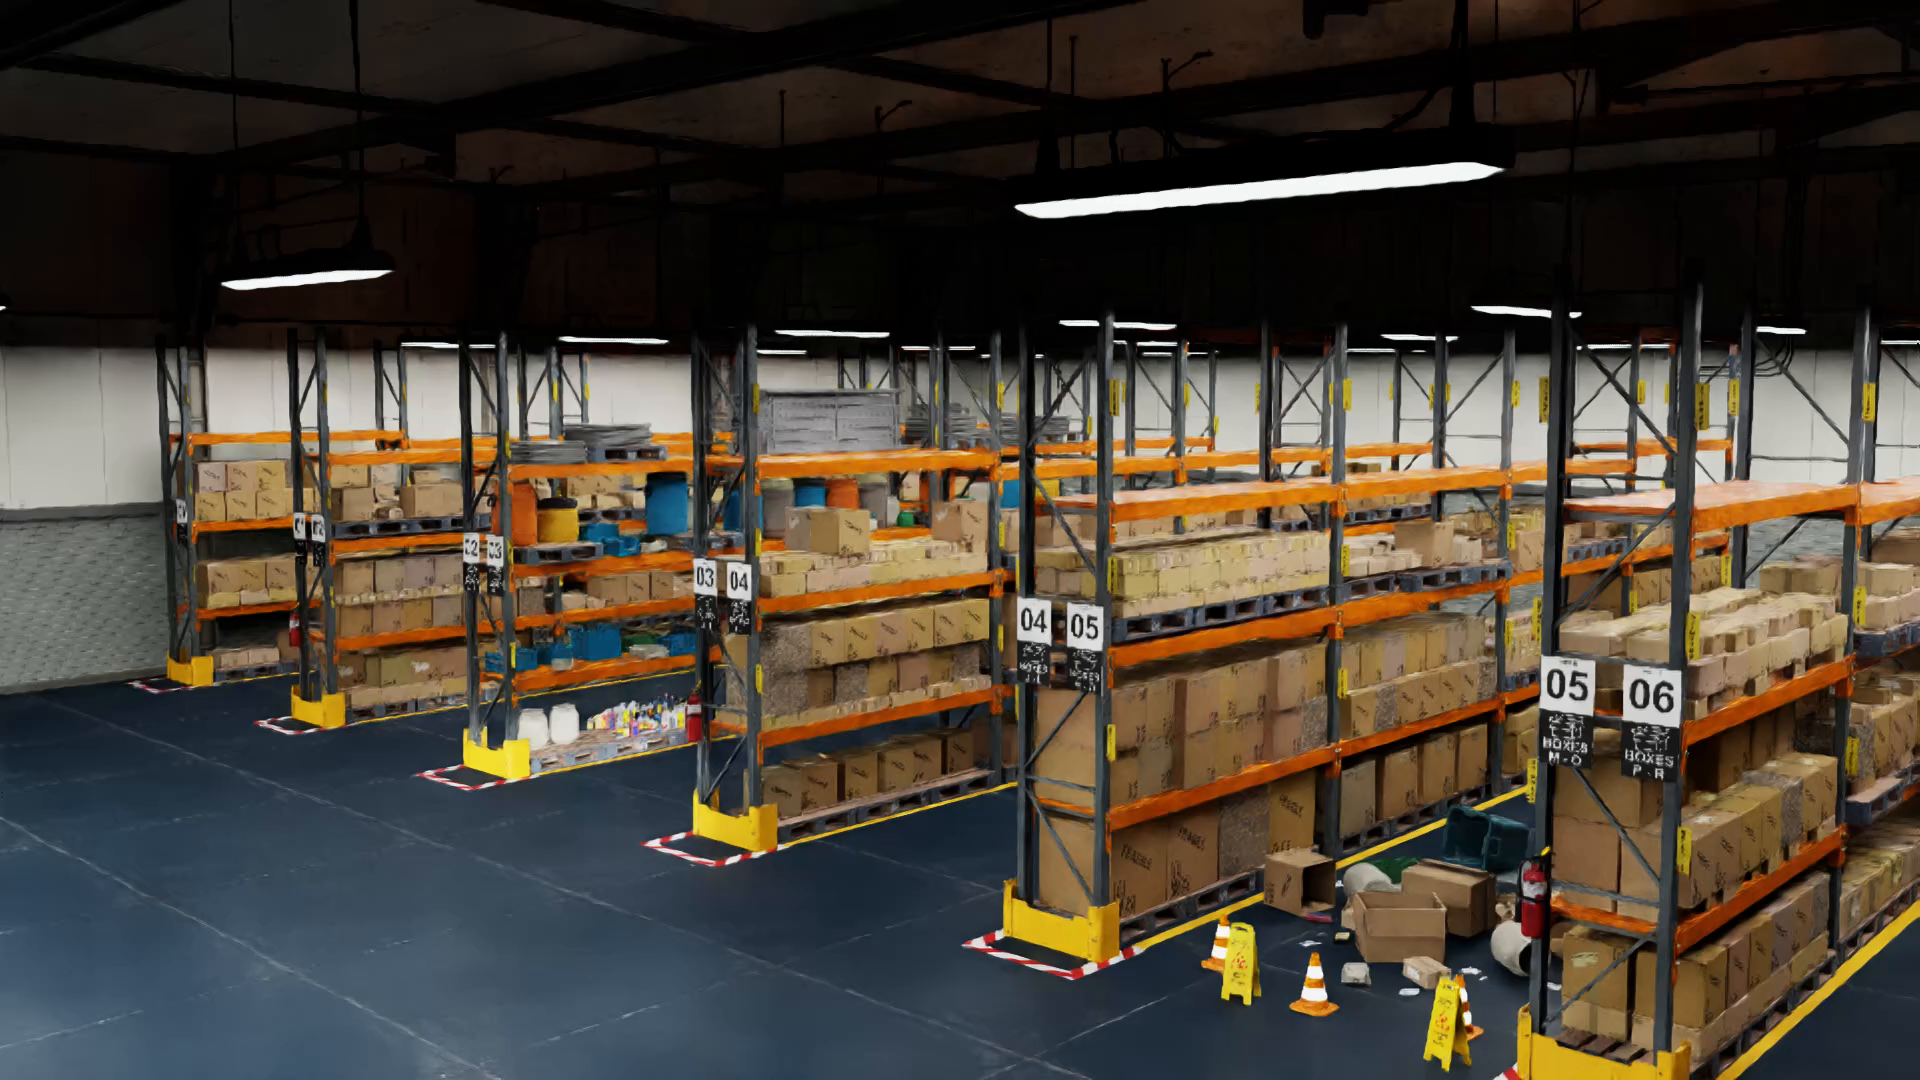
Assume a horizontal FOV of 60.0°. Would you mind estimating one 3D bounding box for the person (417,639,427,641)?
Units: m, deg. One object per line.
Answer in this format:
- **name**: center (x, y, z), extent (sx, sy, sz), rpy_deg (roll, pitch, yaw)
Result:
- **person**: center (-9.340, 1.653, 28.842), extent (0.639, 1.632, 0.512), rpy_deg (5, 7, 40)
